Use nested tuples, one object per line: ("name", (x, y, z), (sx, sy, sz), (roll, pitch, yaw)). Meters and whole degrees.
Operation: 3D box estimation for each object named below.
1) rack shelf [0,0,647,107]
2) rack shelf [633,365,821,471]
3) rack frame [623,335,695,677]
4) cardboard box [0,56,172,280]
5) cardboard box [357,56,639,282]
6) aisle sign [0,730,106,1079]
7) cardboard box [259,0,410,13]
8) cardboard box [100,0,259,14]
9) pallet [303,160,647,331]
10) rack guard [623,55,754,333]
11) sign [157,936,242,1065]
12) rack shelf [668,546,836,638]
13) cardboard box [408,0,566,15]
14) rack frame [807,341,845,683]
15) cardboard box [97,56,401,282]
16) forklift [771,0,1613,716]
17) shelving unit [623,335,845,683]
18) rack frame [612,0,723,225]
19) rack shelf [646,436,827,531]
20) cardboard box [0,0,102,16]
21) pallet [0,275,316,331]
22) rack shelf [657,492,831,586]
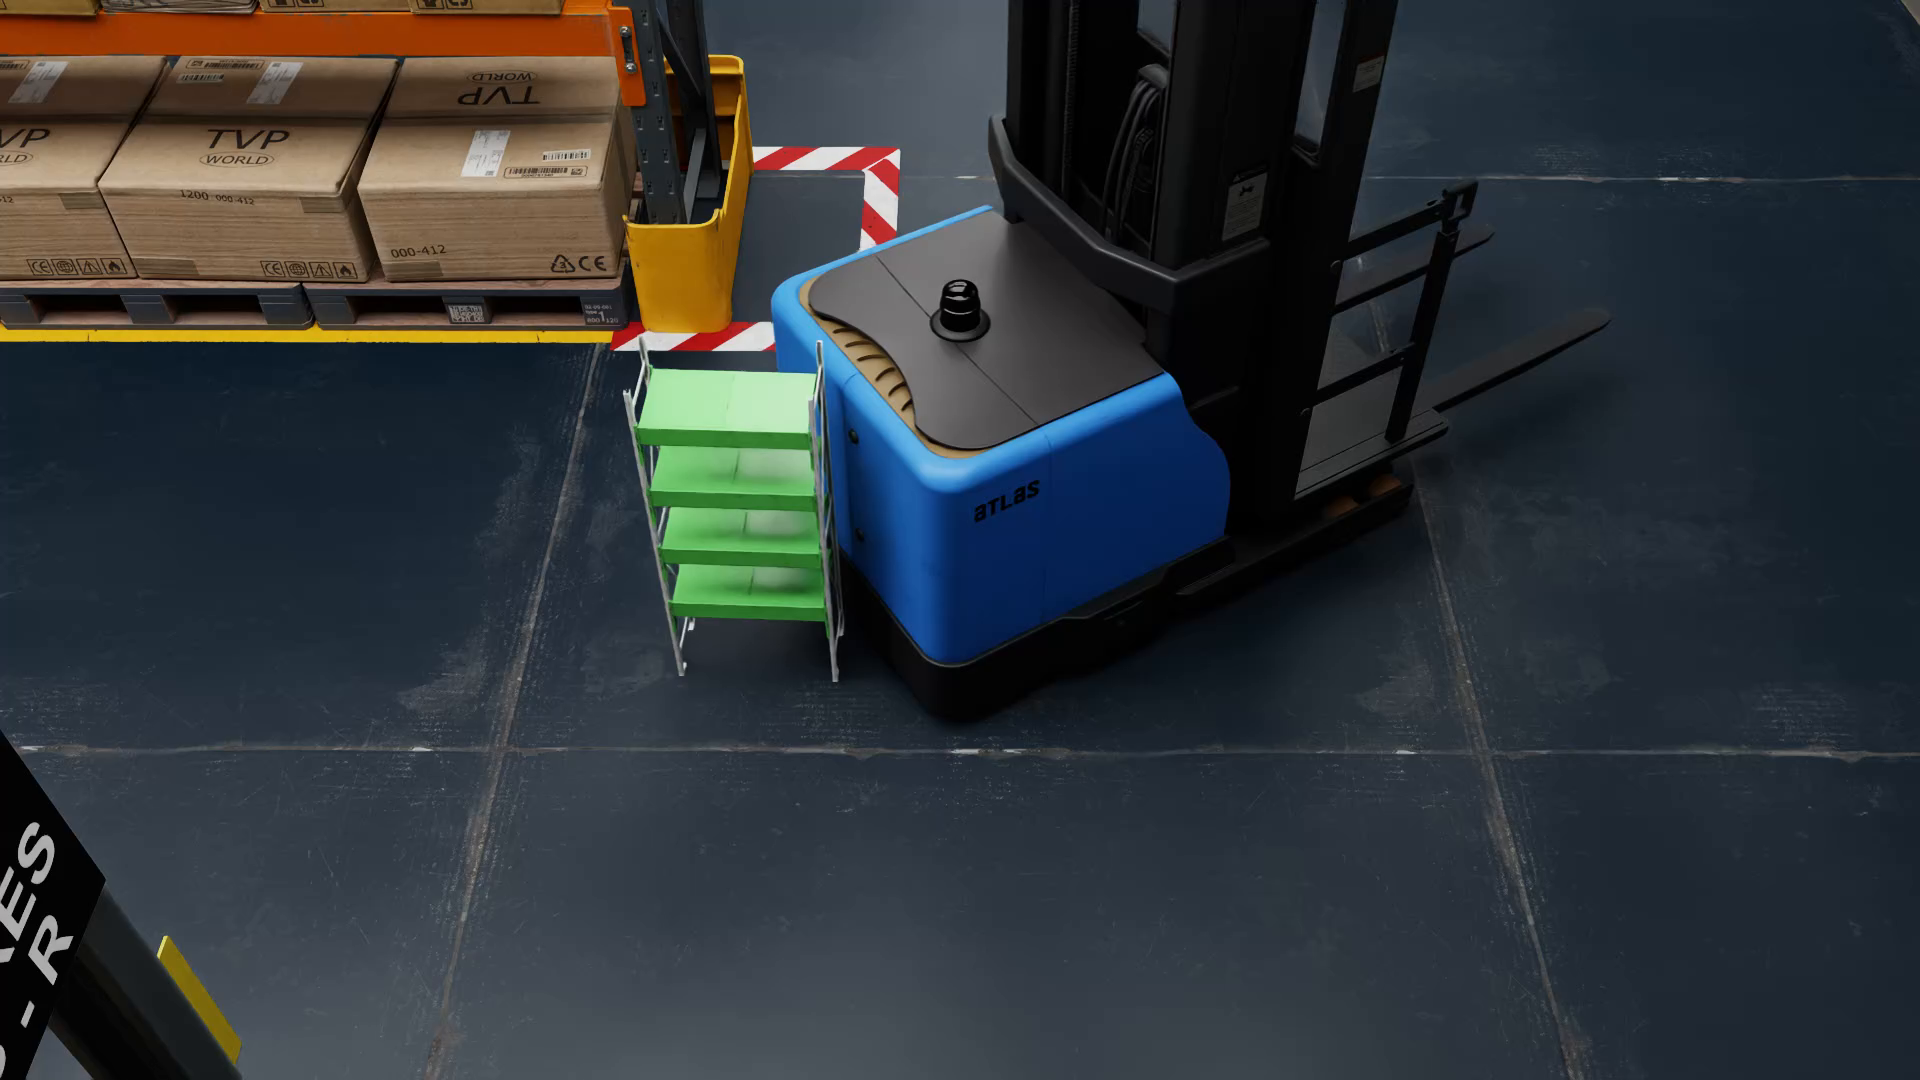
("rack shelf", (-3.084, -2.009, 5.980), (4.000, 0.370, 1.077), (0, 47, 0))
("rack shelf", (-0.632, -0.338, 4.594), (0.480, 0.148, 0.258), (2, 47, 2))
("rack frame", (-0.876, -0.063, 4.906), (0.015, 1.200, 0.240), (2, 47, 2))
("cardboard box", (-3.561, -1.447, 6.429), (0.875, 0.438, 0.875), (-1, 47, -1))
("cardboard box", (-1.744, -1.447, 6.429), (0.875, 0.438, 0.875), (-1, 47, -1))
("aisle sign", (-1.029, 0.284, 1.578), (0.004, 0.787, 0.394), (0, 47, 0))
("cardboard box", (-2.069, -2.103, 5.507), (0.500, 0.500, 0.500), (-1, 47, -1))
("cardboard box", (-2.584, -2.097, 5.502), (0.500, 0.500, 0.500), (1, 47, 1))
("pallet", (-1.884, -1.243, 6.681), (1.213, 0.211, 1.003), (0, 47, 0))
("rack guard", (-1.060, -1.397, 6.626), (0.348, 0.500, 1.175), (0, 47, 0))
("sign", (-1.097, 0.693, 2.382), (0.005, 0.325, 0.100), (0, 47, 0))
("rack shelf", (-0.632, 0.152, 5.121), (0.480, 0.148, 0.258), (2, 47, 2))
("cardboard box", (-1.567, -2.090, 5.496), (0.500, 0.500, 0.500), (0, 47, 0))
("rack frame", (-0.389, -0.047, 4.891), (0.015, 1.200, 0.240), (2, 47, 2))
("cardboard box", (-2.660, -1.444, 6.426), (0.875, 0.438, 0.875), (1, 47, 1))
("forklift", (0.948, -1.293, 4.869), (3.031, 2.935, 1.130), (-25, 52, -21))
("shelving unit", (-0.632, -0.055, 4.899), (0.503, 1.200, 0.258), (2, 47, 2))
("rack frame", (-1.084, -2.248, 5.711), (0.127, 3.000, 1.000), (0, 47, 0))
("rack shelf", (-0.632, -0.175, 4.770), (0.480, 0.148, 0.258), (2, 47, 2))
("cardboard box", (-3.100, -2.089, 5.494), (0.500, 0.500, 0.500), (1, 47, 1))
("pallet", (-3.101, -1.249, 6.686), (1.213, 0.211, 1.003), (0, 47, 0))
("rack shelf", (-0.632, -0.011, 4.946), (0.480, 0.148, 0.258), (2, 47, 2))
